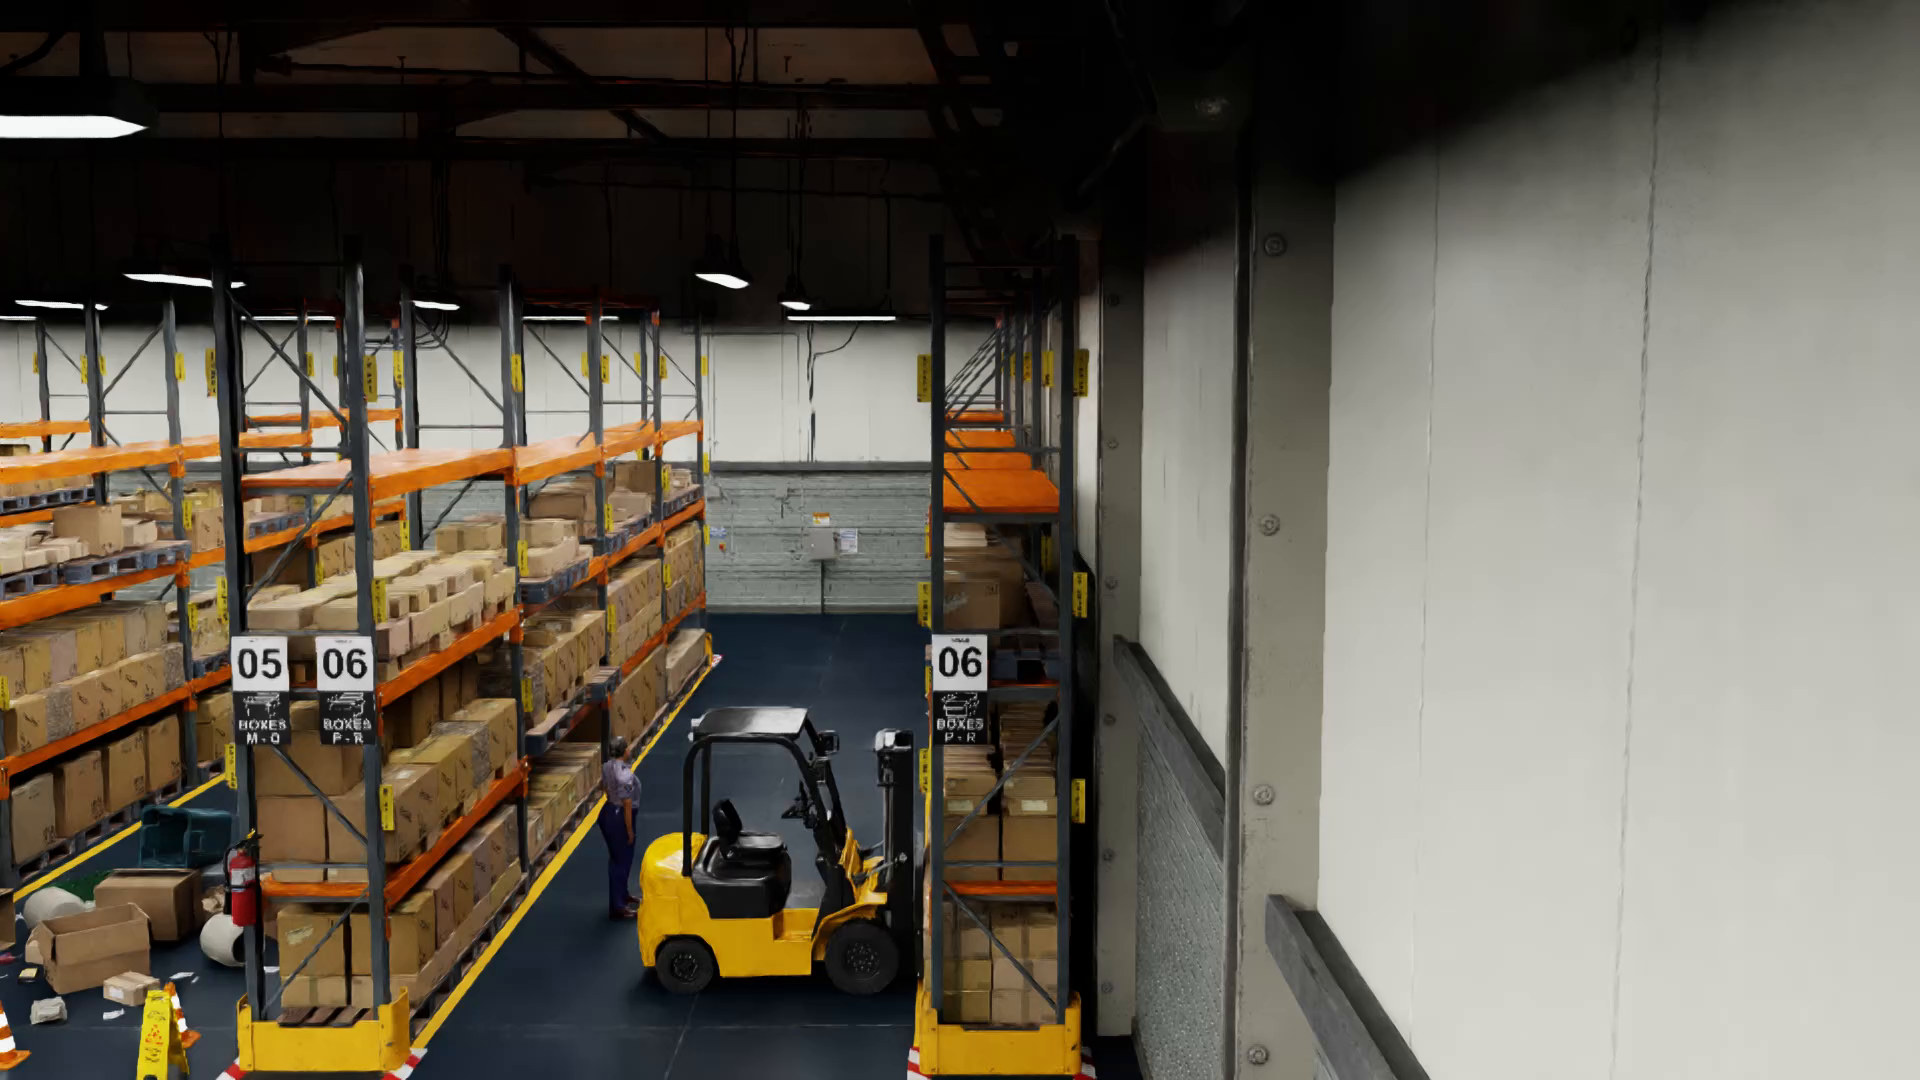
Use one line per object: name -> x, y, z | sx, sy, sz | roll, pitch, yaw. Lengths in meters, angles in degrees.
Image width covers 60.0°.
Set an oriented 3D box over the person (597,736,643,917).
person -> -3.130, 2.632, 15.471 | 0.421, 1.651, 0.526 | -4, 7, -31
